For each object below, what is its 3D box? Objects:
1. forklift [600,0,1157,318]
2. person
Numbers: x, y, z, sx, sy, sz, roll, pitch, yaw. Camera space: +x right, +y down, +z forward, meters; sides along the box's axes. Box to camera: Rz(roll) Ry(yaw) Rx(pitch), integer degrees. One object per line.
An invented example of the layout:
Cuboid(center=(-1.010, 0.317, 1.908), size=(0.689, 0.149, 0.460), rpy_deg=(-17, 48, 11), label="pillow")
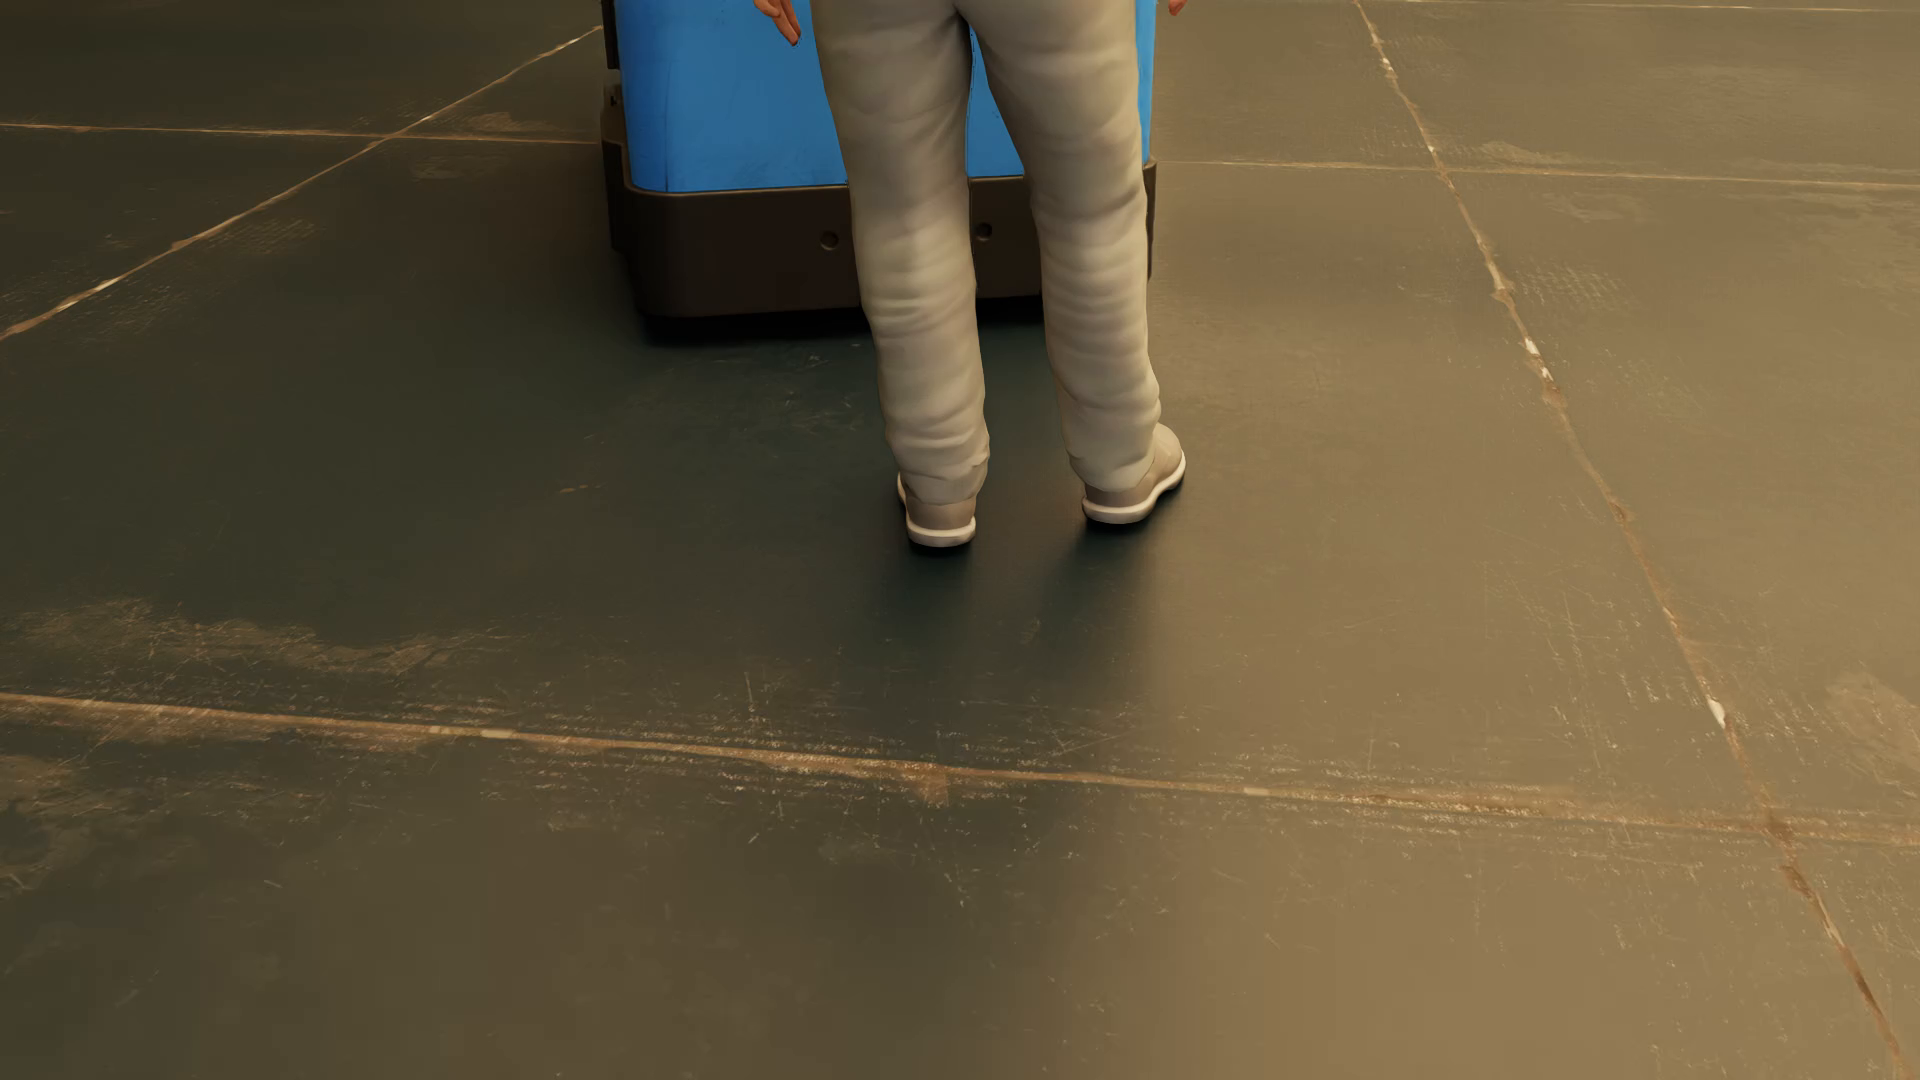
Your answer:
Cuboid(center=(-0.404, -2.373, 3.974), size=(1.130, 2.935, 3.031), rpy_deg=(-5, 27, -10), label="forklift")
Cuboid(center=(0.022, -0.837, 2.166), size=(0.640, 1.781, 0.575), rpy_deg=(3, 27, 7), label="person")
